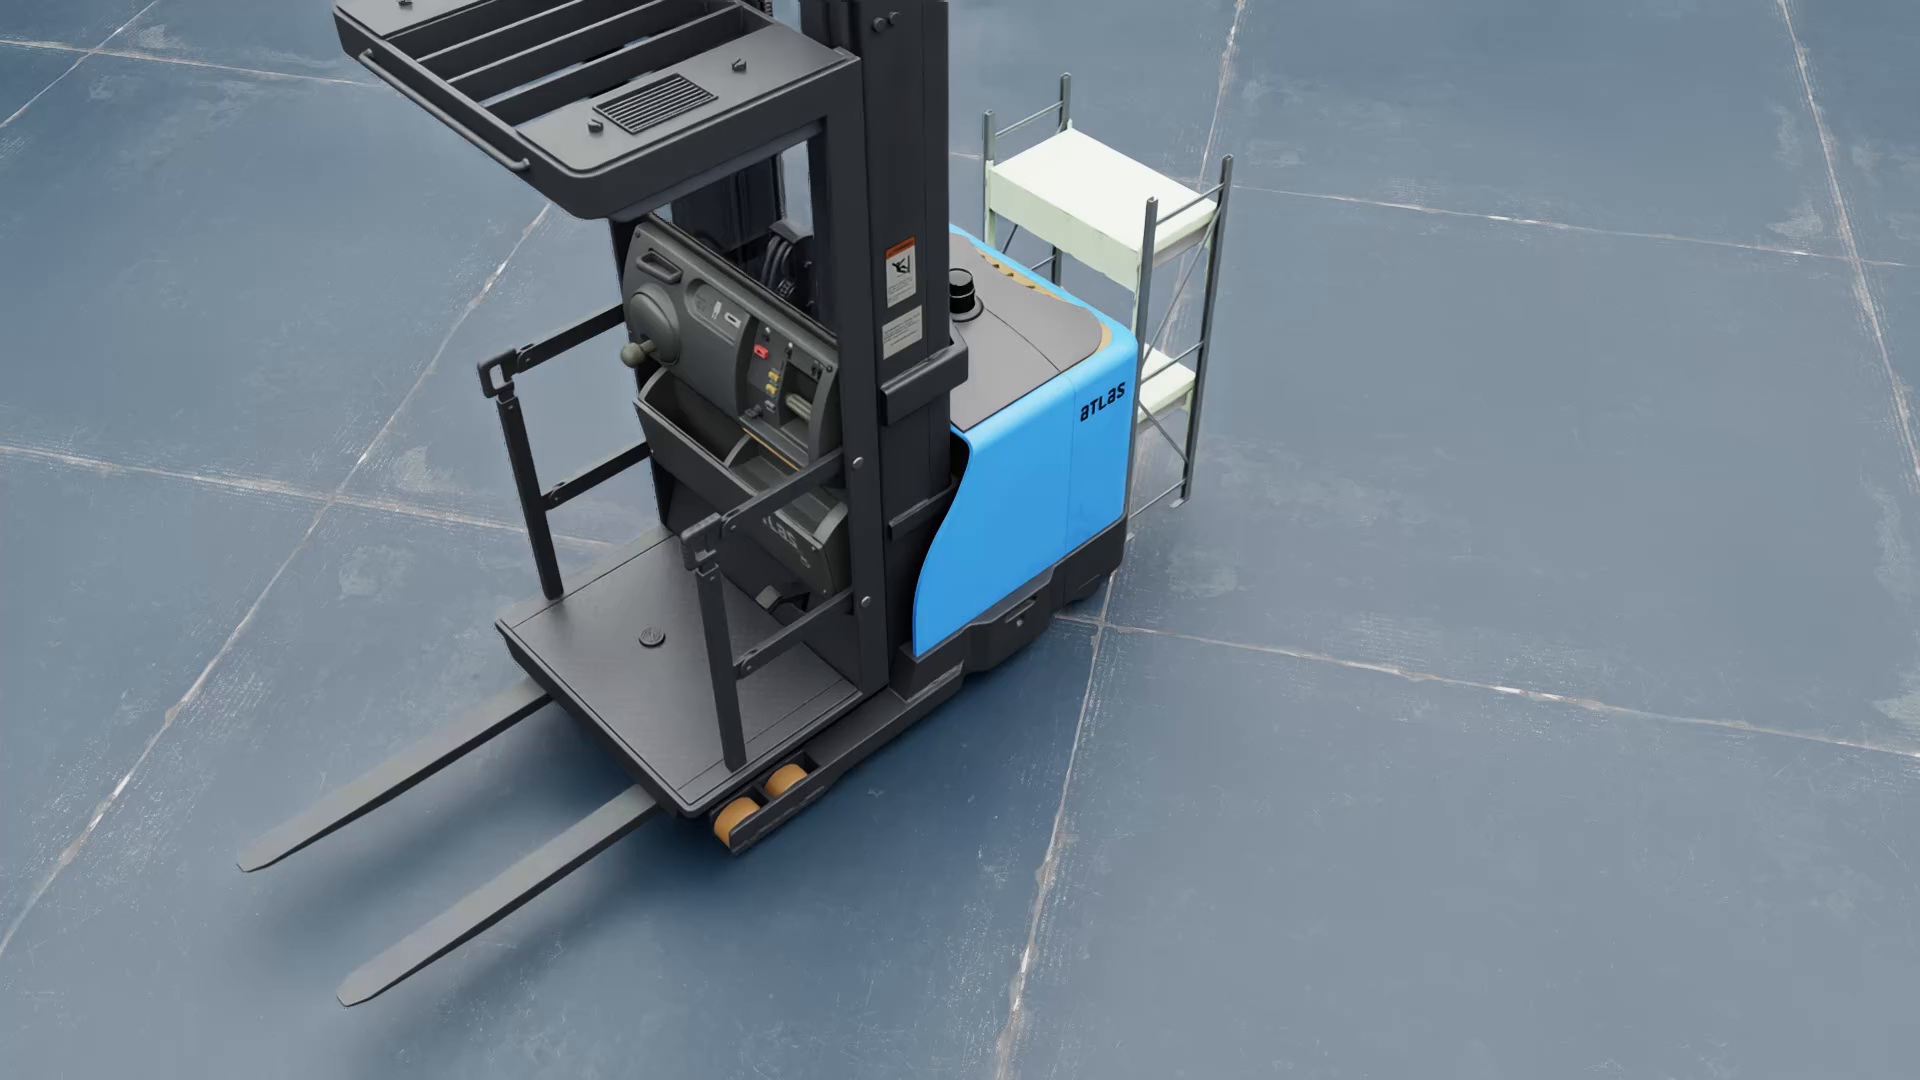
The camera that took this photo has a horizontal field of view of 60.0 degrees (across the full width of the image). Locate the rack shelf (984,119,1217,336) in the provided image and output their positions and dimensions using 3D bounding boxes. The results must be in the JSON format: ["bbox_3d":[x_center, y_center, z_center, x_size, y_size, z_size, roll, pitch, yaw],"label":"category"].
[{"bbox_3d":[0.484,-1.078,5.725,0.431,0.370,0.720,-33,53,-30],"label":"rack shelf"}]

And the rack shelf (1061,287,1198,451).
[{"bbox_3d":[0.484,-0.562,6.222,0.431,0.370,0.720,-33,53,-30],"label":"rack shelf"}]

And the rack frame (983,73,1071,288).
[{"bbox_3d":[0.233,-0.982,6.188,0.400,1.500,0.023,-33,53,-30],"label":"rack frame"}]

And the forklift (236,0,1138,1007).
[{"bbox_3d":[-0.822,-0.493,4.648,3.031,2.935,1.130,-33,53,-30],"label":"forklift"}]

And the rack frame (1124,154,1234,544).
[{"bbox_3d":[0.734,-0.612,5.804,0.400,1.500,0.023,-33,53,-30],"label":"rack frame"}]

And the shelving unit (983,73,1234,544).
[{"bbox_3d":[0.484,-0.797,5.996,0.431,1.500,0.755,-33,53,-30],"label":"shelving unit"}]
